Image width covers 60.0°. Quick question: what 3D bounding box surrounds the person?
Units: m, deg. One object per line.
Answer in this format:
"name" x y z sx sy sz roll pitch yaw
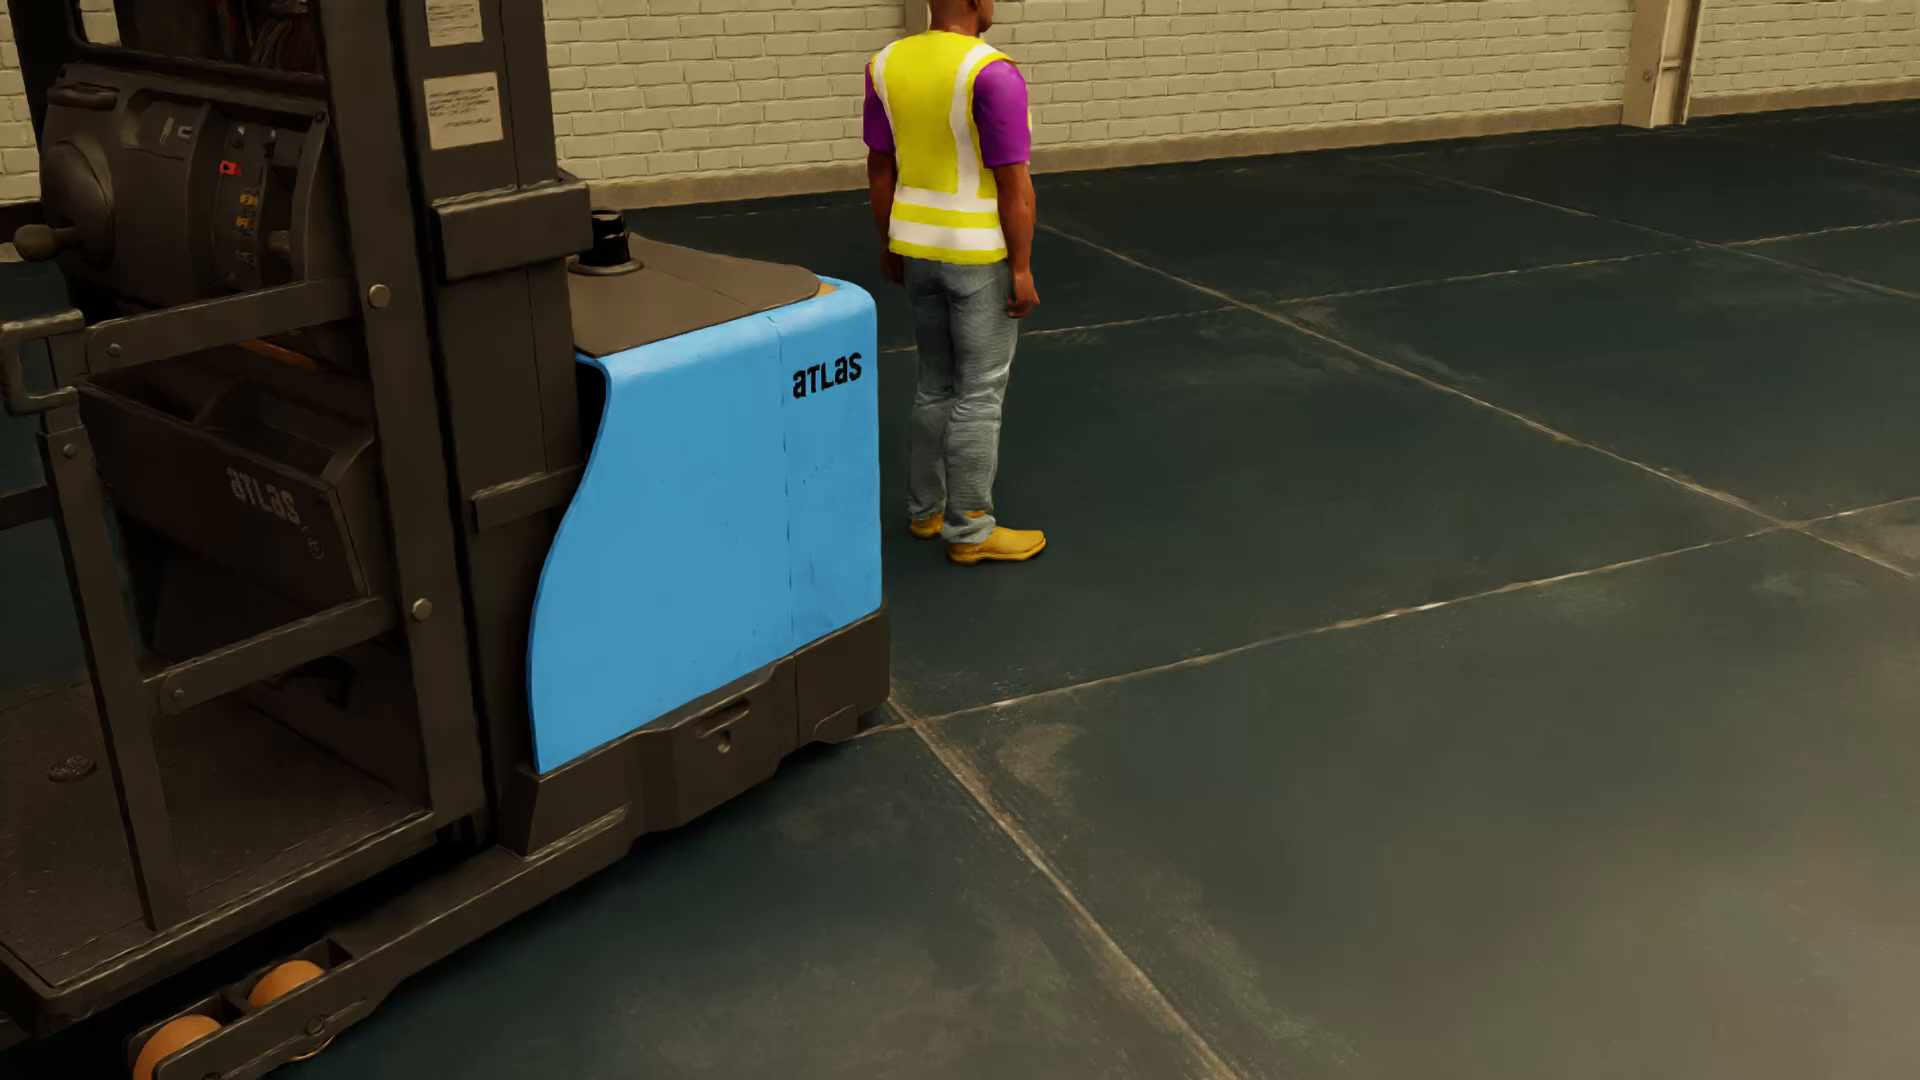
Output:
"person" 0.009 -0.825 4.792 0.568 1.767 0.412 18 28 36

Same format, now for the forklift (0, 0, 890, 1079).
"forklift" -1.492 -0.603 2.737 1.130 2.935 3.031 17 28 36
